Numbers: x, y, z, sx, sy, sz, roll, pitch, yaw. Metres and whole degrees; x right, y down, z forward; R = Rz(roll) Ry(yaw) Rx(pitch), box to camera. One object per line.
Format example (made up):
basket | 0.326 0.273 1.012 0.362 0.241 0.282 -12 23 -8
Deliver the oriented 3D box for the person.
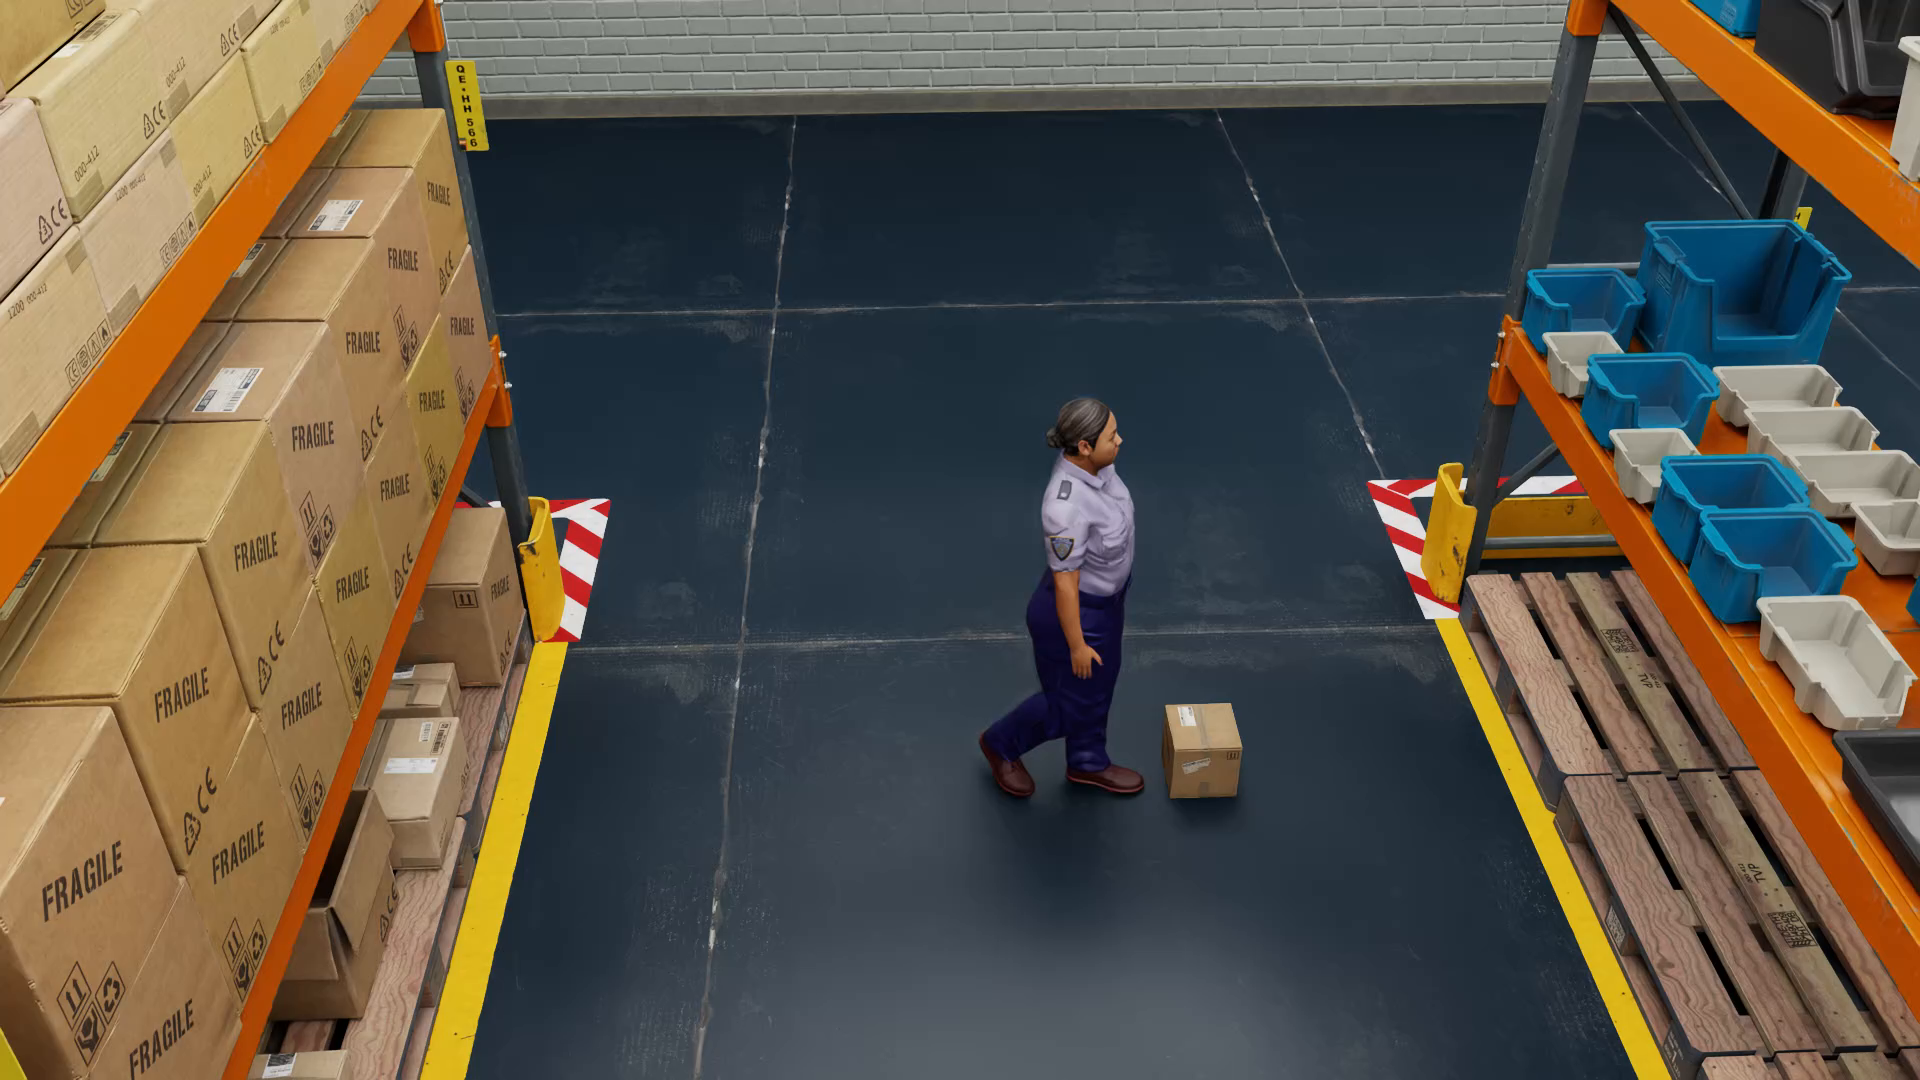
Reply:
person | 0.382 0.238 5.825 0.626 1.637 0.506 11 37 15
